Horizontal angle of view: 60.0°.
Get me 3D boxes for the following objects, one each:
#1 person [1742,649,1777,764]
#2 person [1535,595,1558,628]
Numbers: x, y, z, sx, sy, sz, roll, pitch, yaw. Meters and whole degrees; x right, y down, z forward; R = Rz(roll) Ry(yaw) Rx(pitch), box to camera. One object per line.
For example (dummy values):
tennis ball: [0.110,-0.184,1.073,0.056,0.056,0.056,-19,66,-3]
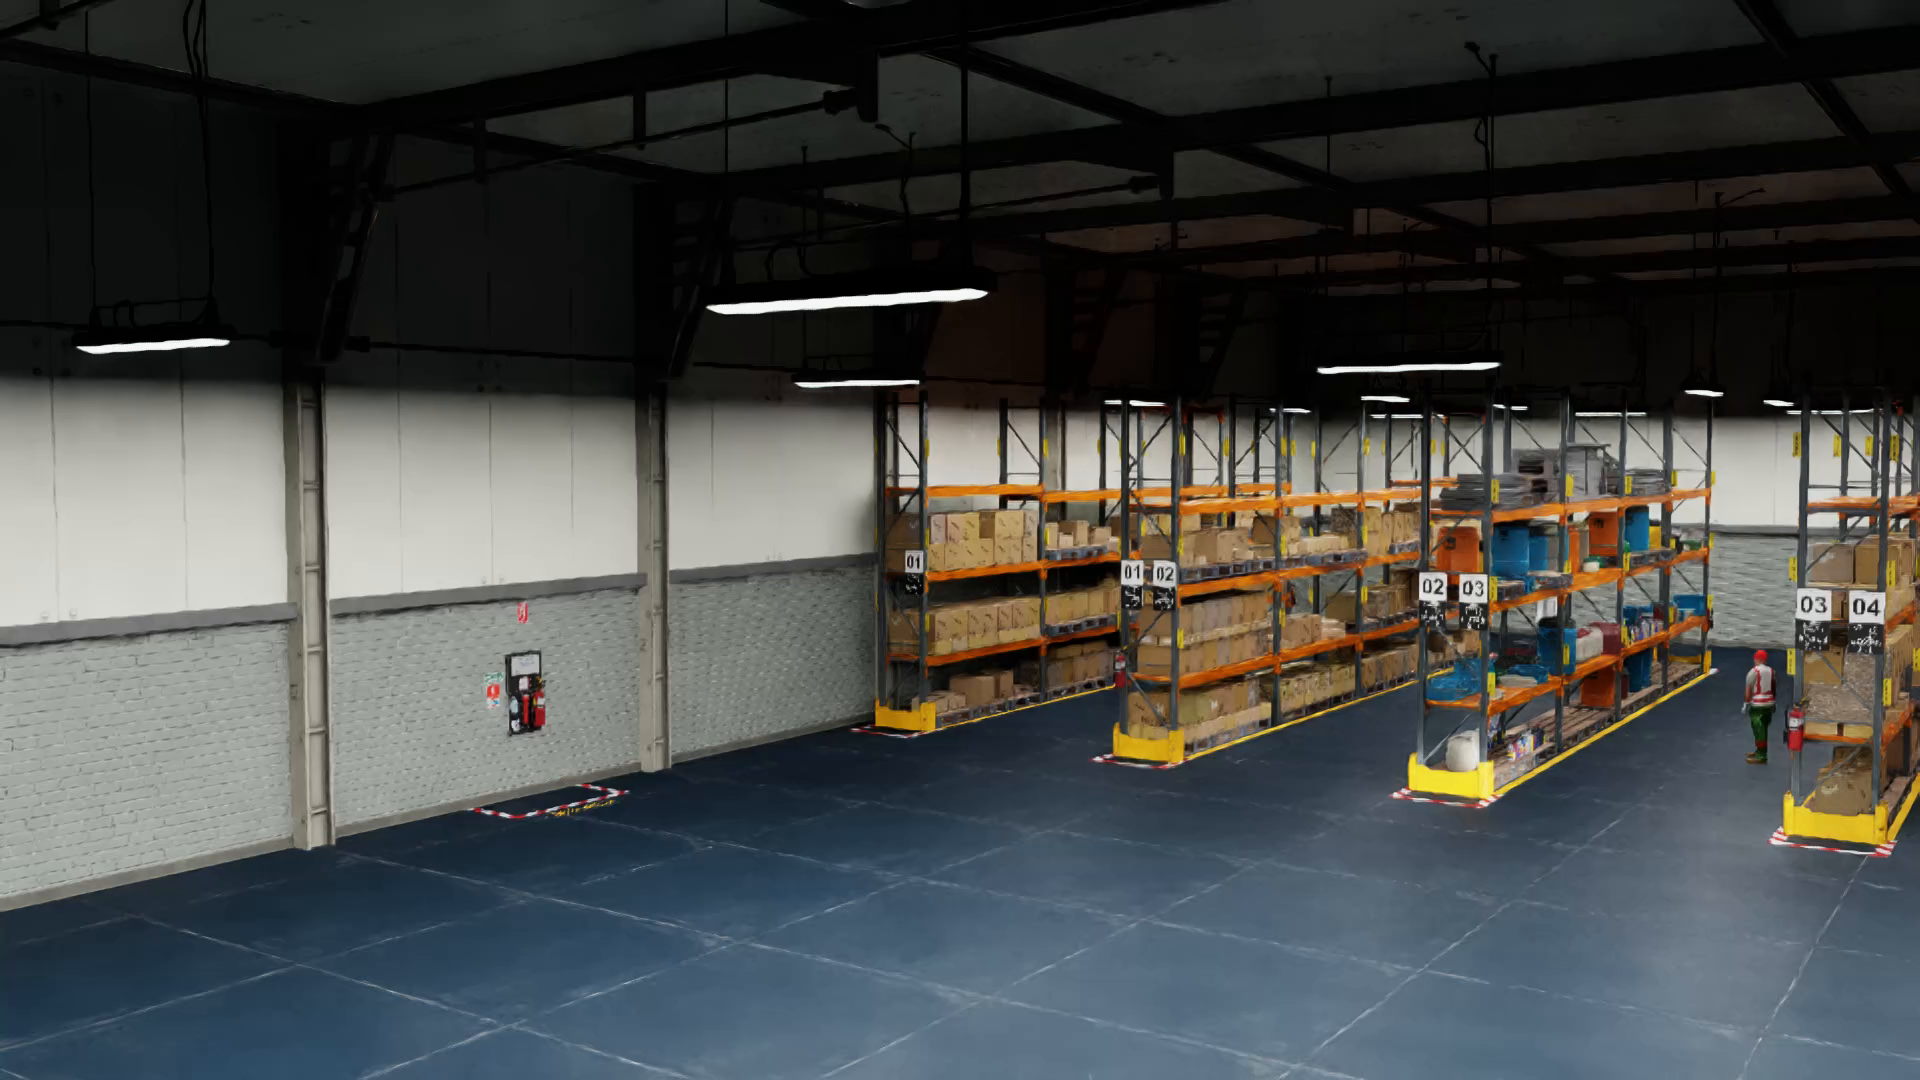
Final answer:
person: [12.714,2.624,26.473,0.655,1.785,0.577,-1,3,-23]
person: [14.635,1.934,41.445,0.597,1.531,1.110,2,4,33]
